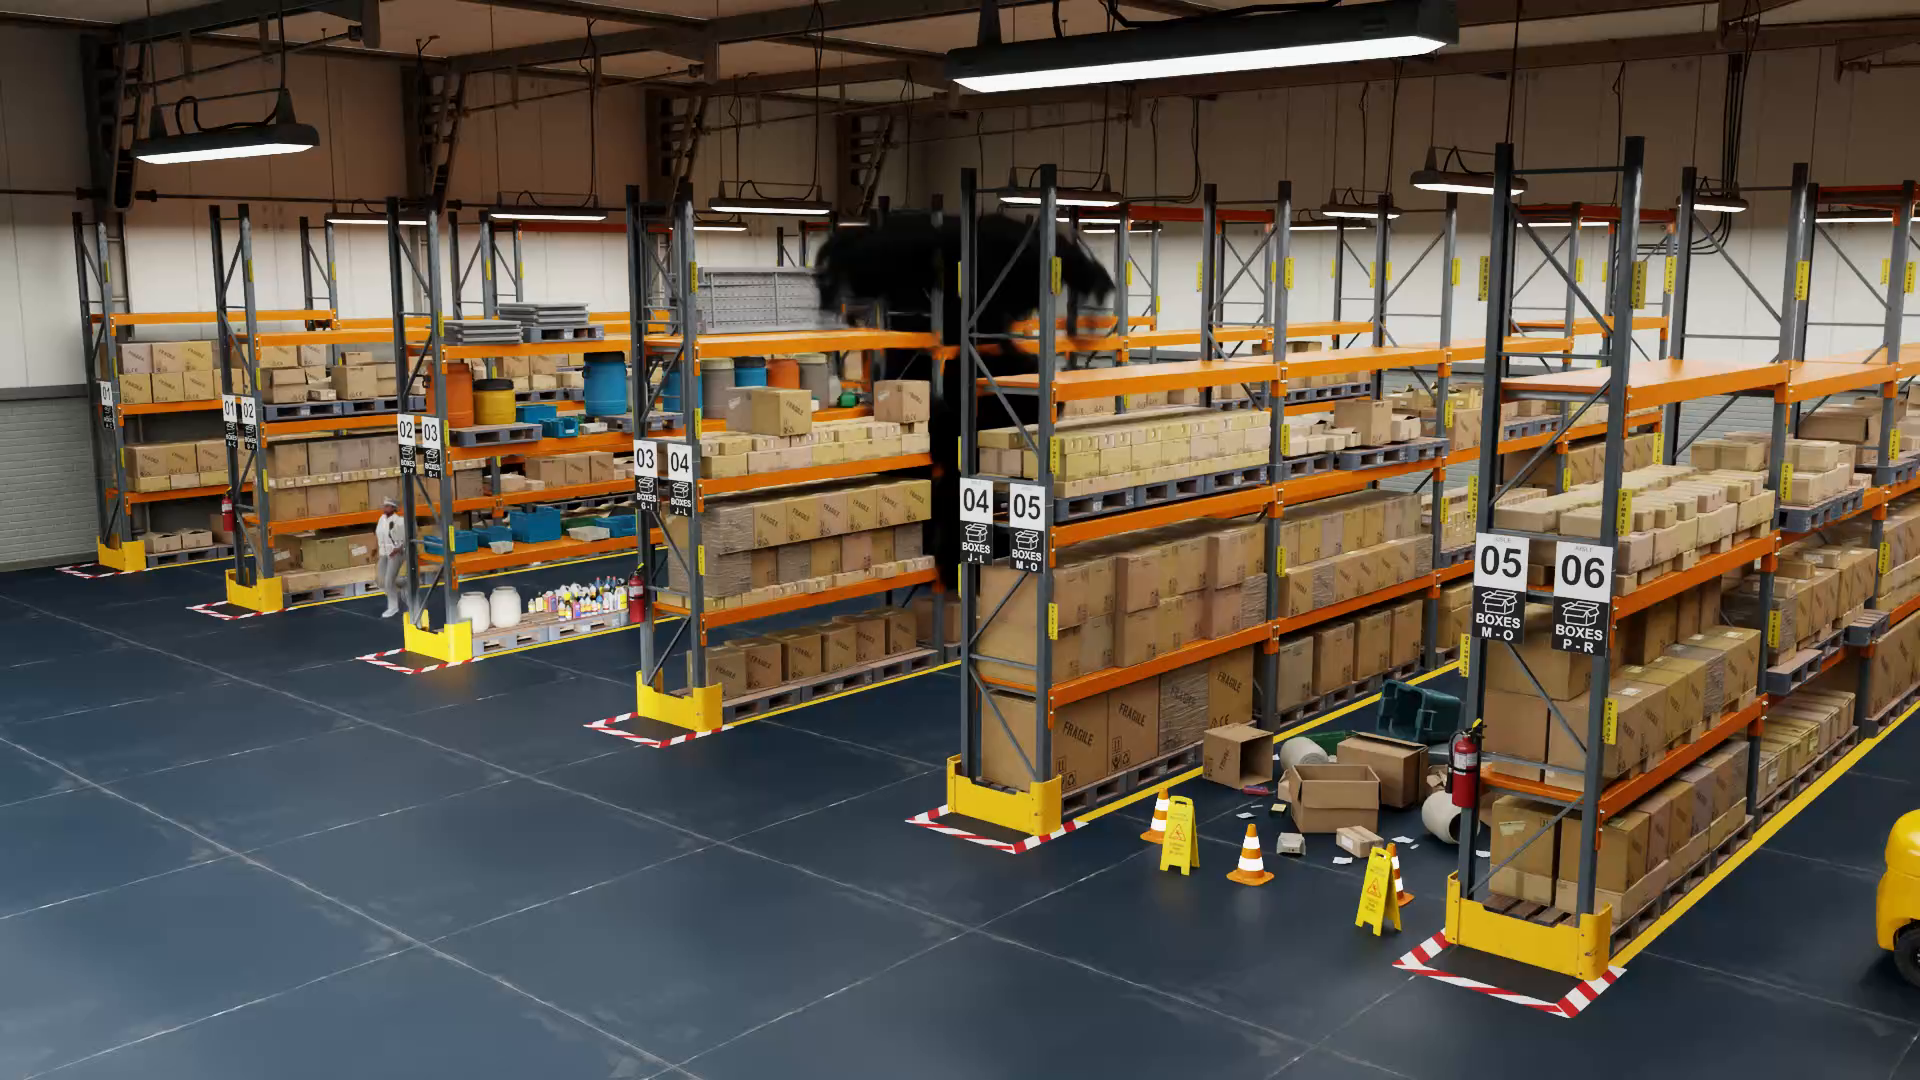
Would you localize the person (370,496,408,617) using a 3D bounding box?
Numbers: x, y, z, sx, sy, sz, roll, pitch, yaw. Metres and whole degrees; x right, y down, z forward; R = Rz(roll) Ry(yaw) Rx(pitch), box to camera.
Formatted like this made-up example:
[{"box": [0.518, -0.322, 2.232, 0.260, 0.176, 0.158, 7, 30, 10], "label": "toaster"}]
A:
[{"box": [-7.935, 0.211, 23.376, 0.583, 1.678, 0.588, 4, 10, 23], "label": "person"}]
